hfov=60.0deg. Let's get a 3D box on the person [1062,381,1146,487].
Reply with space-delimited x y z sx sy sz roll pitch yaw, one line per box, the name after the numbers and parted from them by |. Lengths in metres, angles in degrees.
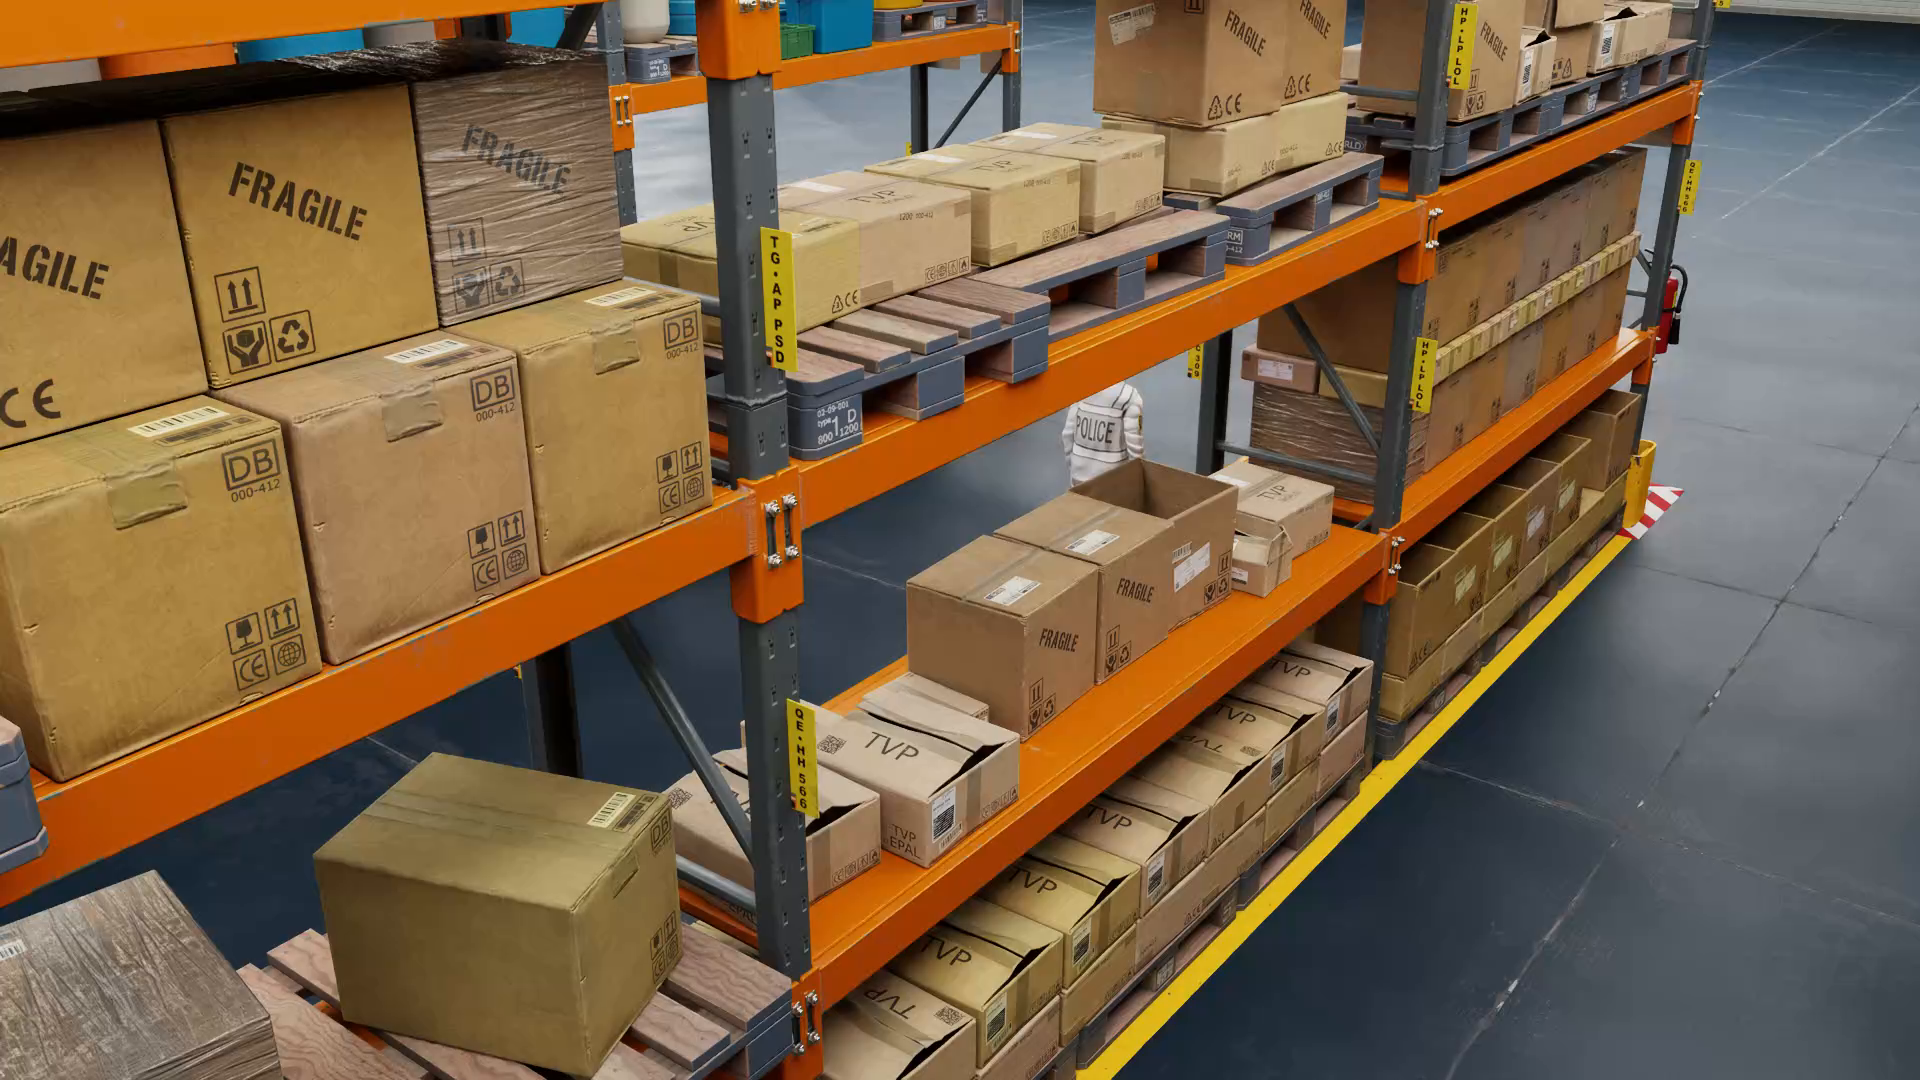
0.835 -0.352 9.398 0.526 1.663 0.411 16 28 32 | person
